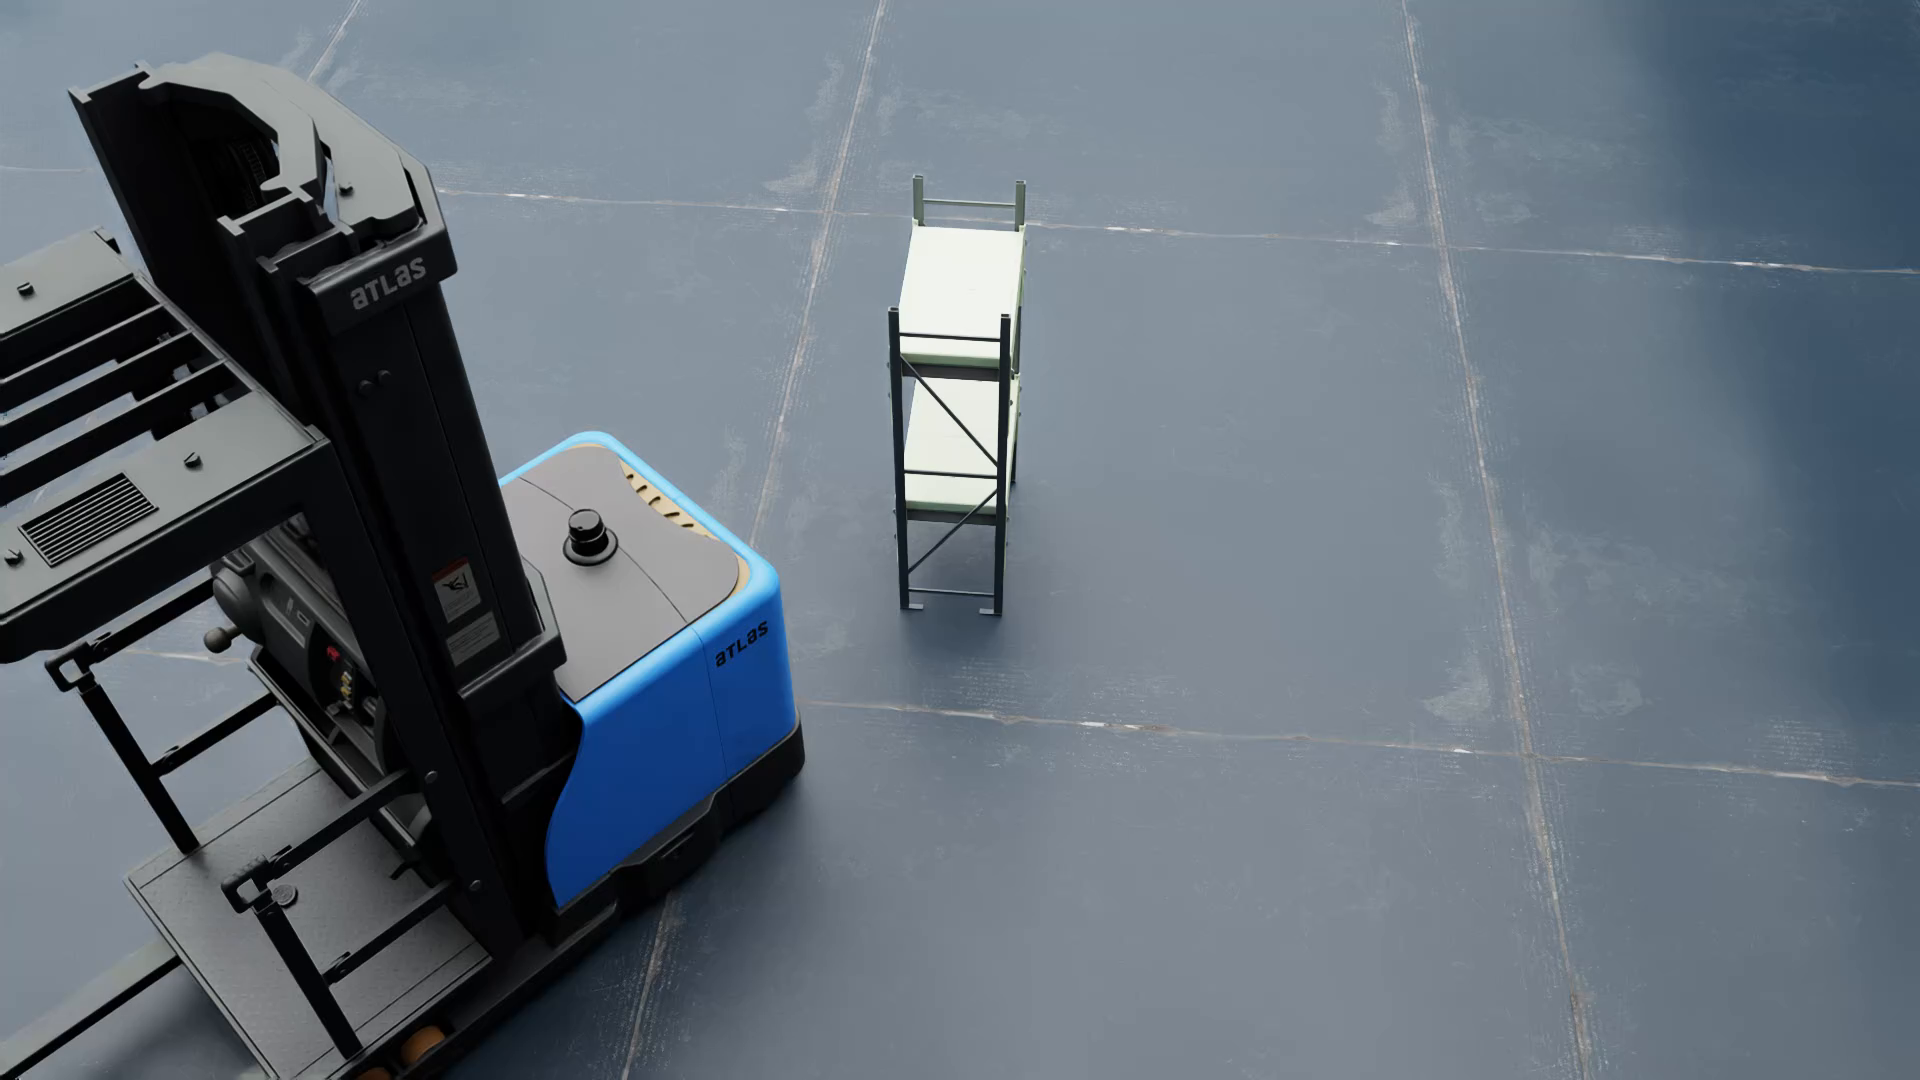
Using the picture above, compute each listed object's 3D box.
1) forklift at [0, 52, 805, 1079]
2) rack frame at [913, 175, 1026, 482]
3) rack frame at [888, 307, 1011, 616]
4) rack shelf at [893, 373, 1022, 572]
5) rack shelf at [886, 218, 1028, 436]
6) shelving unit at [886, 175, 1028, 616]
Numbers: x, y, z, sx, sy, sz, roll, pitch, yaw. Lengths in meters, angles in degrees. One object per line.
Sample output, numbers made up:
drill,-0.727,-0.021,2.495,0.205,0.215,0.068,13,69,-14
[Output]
forklift,-1.952,0.358,4.436,3.031,2.935,1.130,-36,57,-28
rack frame,0.033,-0.770,6.438,0.400,1.500,0.023,4,48,4
rack frame,-0.034,-0.232,5.946,0.400,1.500,0.023,4,48,4
rack shelf,-0.001,-0.281,6.433,0.431,0.370,0.720,4,48,4
rack shelf,-0.001,-0.765,5.904,0.431,0.370,0.720,4,48,4
shelving unit,-0.001,-0.501,6.192,0.431,1.500,0.755,4,48,4
